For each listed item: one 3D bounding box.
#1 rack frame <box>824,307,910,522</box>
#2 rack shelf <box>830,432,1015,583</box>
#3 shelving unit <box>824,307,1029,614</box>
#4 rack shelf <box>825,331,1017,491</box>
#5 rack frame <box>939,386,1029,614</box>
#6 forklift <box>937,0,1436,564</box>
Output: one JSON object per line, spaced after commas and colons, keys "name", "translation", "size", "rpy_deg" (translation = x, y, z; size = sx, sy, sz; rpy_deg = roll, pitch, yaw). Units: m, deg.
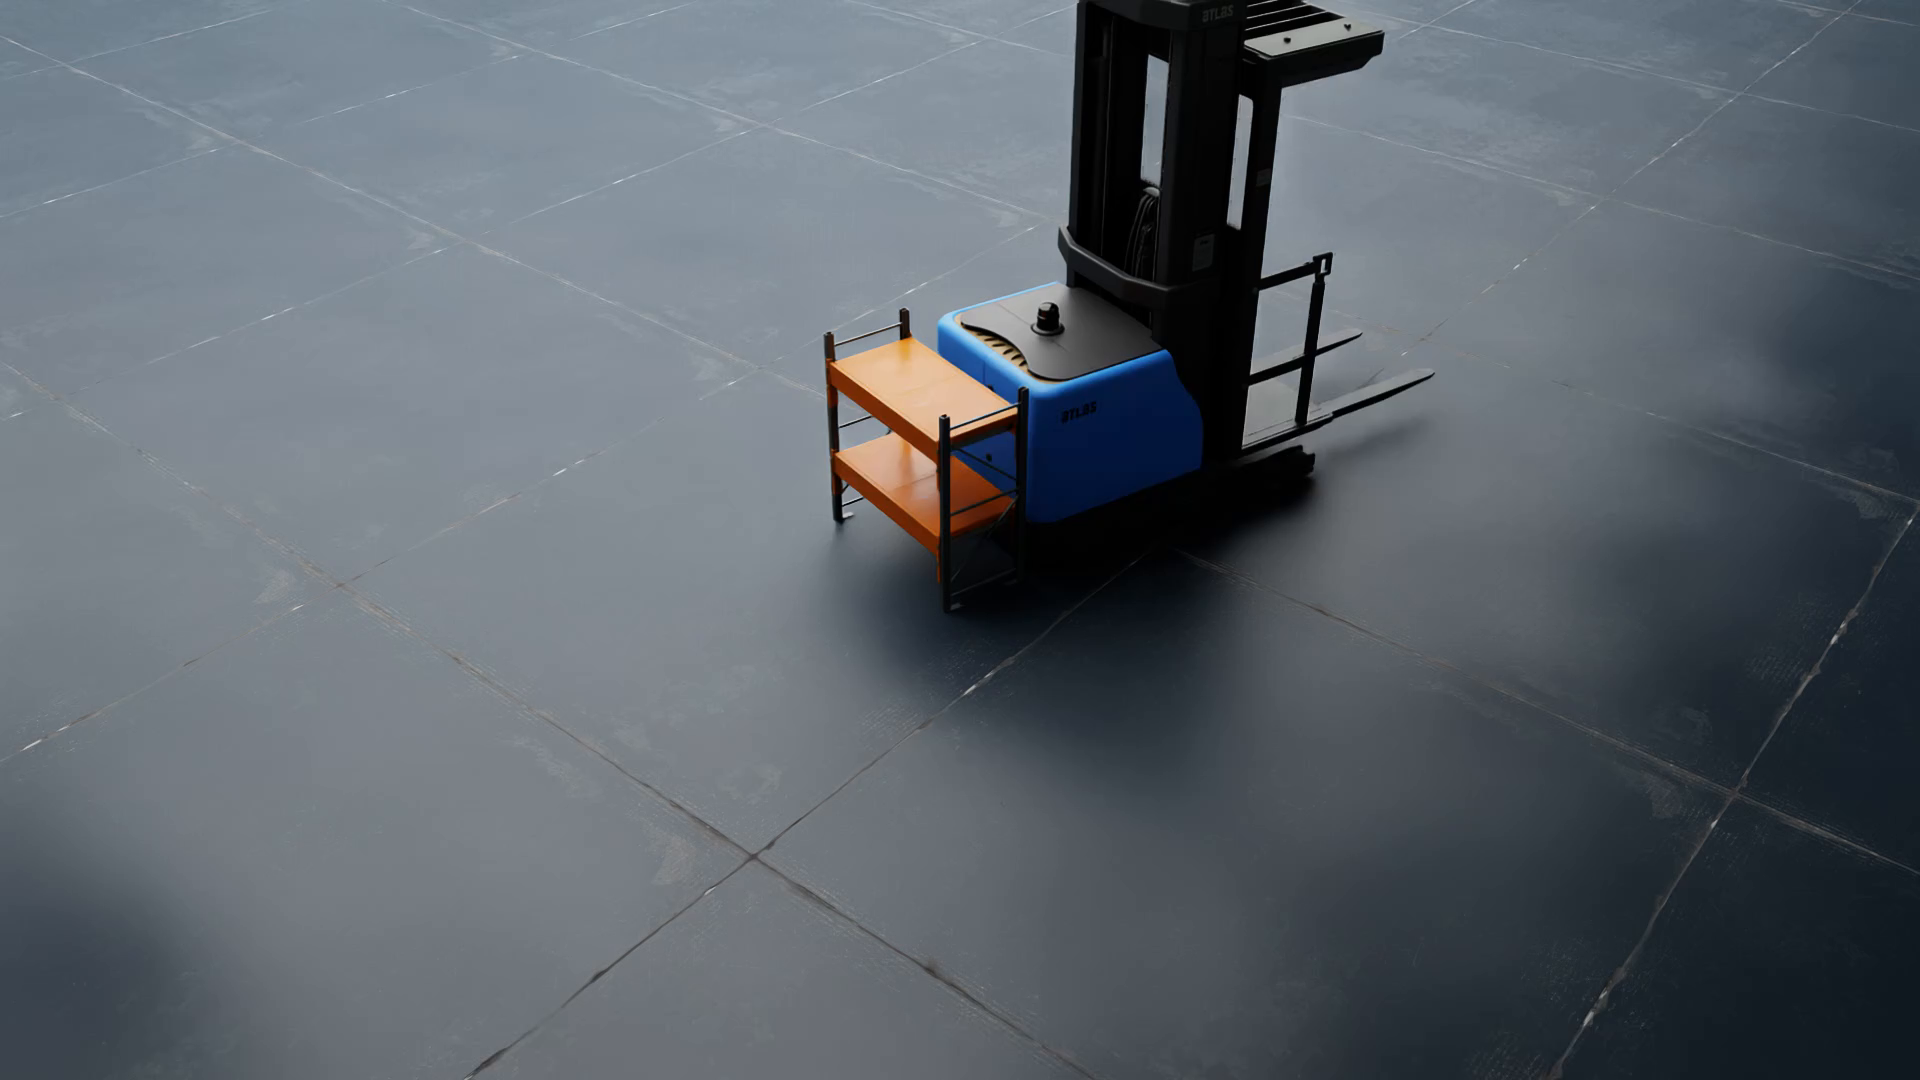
{"name": "rack frame", "translation": [-0.474, -0.652, 8.787], "size": [0.500, 1.125, 0.032], "rpy_deg": [-22, 40, -29]}
{"name": "rack shelf", "translation": [-0.179, -0.215, 8.584], "size": [0.538, 0.278, 1.000], "rpy_deg": [-22, 40, -29]}
{"name": "shelving unit", "translation": [-0.179, -0.417, 8.446], "size": [0.538, 1.125, 1.048], "rpy_deg": [-22, 40, -29]}
{"name": "rack shelf", "translation": [-0.179, -0.658, 8.280], "size": [0.538, 0.278, 1.000], "rpy_deg": [-22, 40, -29]}
{"name": "rack frame", "translation": [0.115, -0.182, 8.104], "size": [0.500, 1.125, 0.032], "rpy_deg": [-22, 40, -29]}
{"name": "forklift", "translation": [1.382, -1.716, 8.741], "size": [3.031, 2.935, 1.130], "rpy_deg": [-20, 39, -27]}
